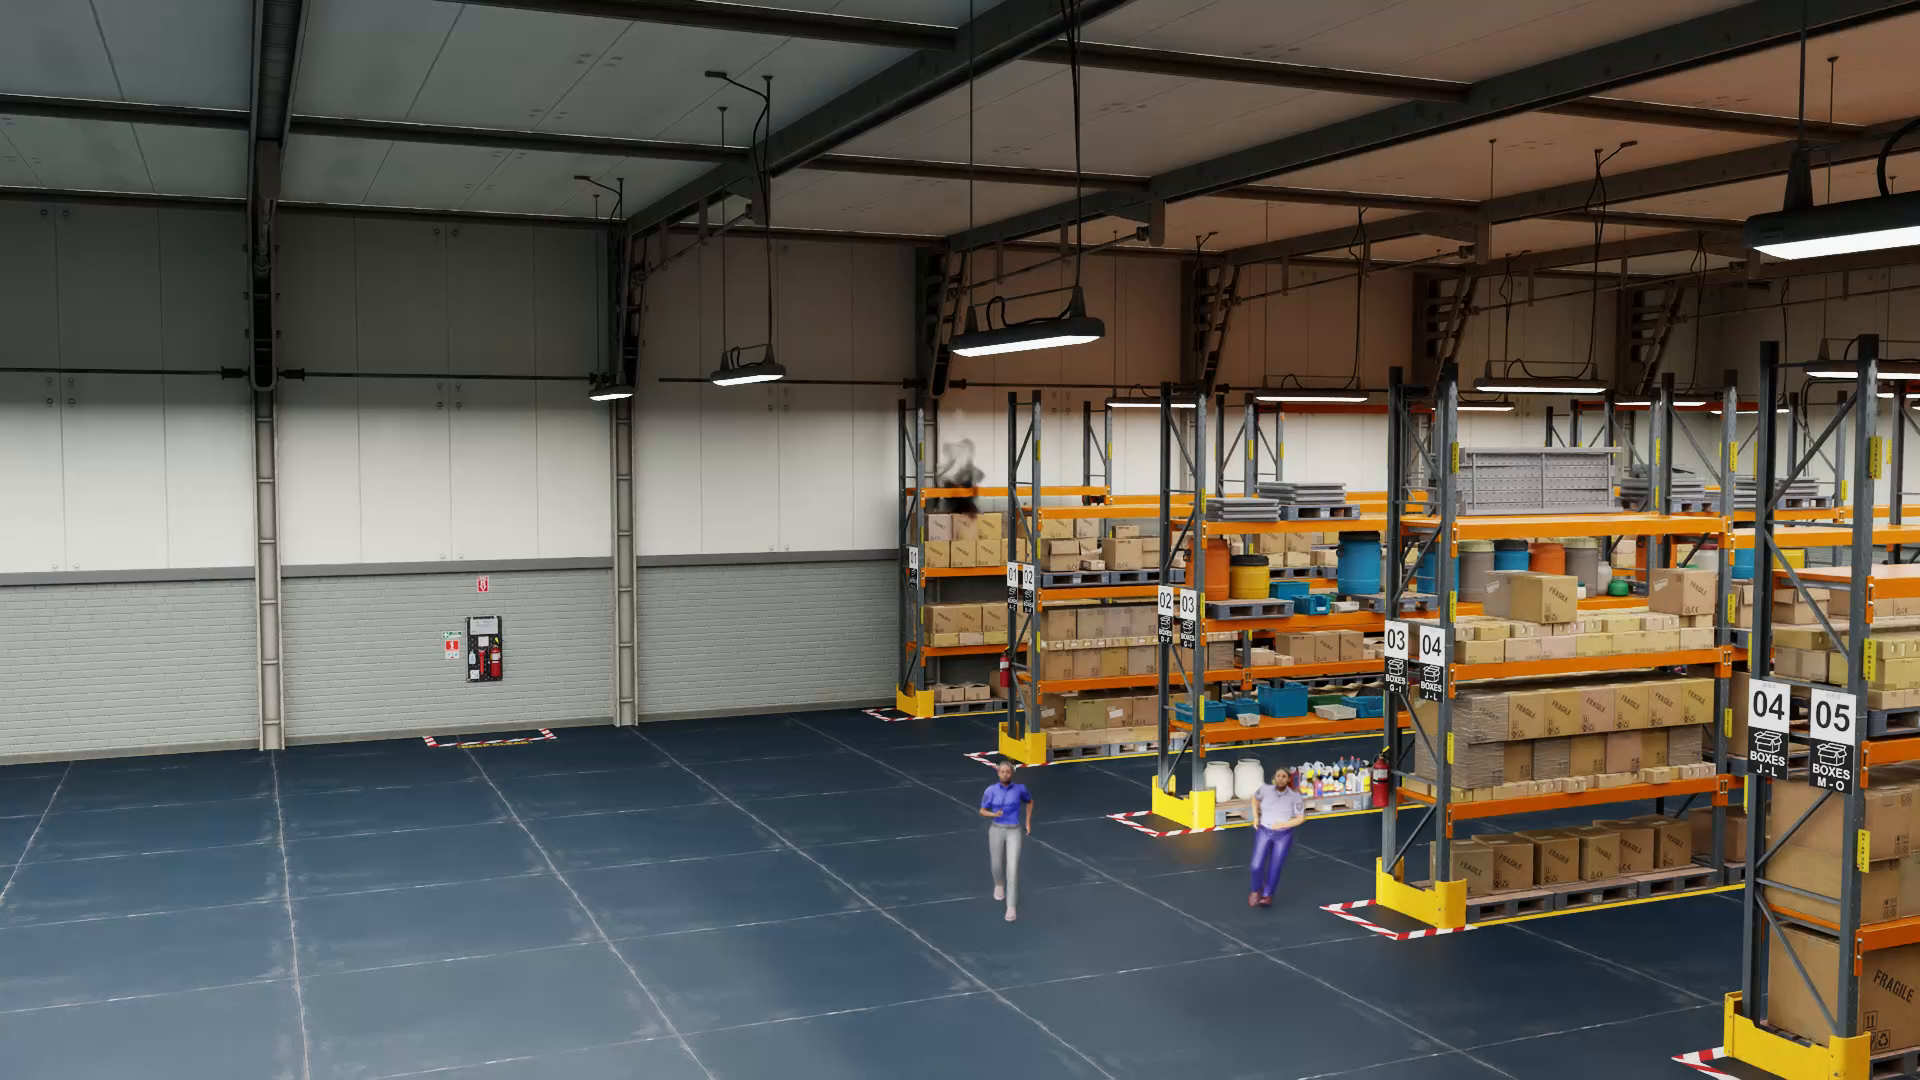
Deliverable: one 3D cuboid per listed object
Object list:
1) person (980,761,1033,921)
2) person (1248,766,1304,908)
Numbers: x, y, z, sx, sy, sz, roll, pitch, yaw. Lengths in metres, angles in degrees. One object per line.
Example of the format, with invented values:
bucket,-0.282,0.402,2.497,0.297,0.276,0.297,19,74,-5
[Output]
person,0.510,3.249,18.277,0.580,1.650,0.925,0,3,5
person,3.491,3.305,18.358,0.619,1.582,0.605,1,4,18
